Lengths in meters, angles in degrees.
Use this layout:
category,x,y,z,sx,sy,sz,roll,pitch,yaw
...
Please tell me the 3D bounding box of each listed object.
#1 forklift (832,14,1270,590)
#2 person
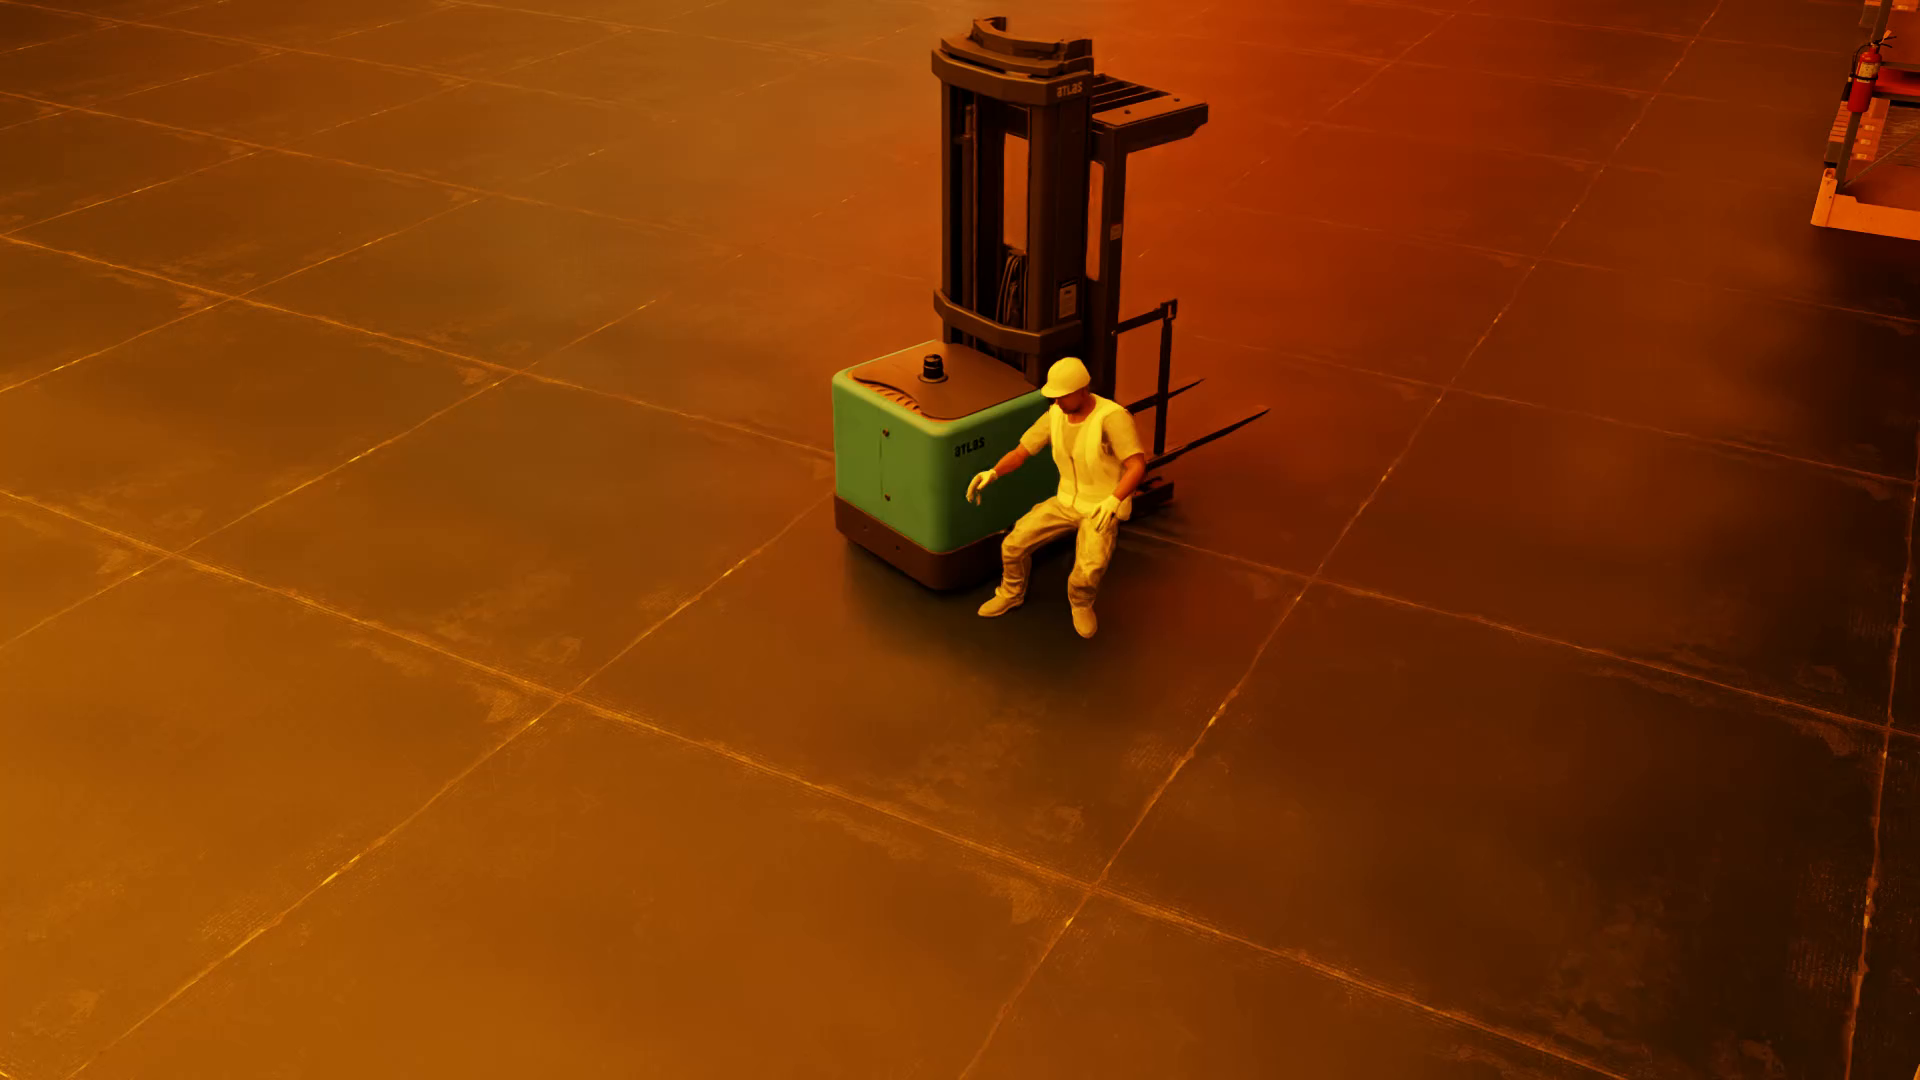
category,x,y,z,sx,sy,sz,roll,pitch,yaw
forklift,0.698,-1.591,9.827,3.031,2.935,1.130,-23,37,-34
person,0.511,-0.165,8.712,0.796,1.576,0.921,-26,39,-37
